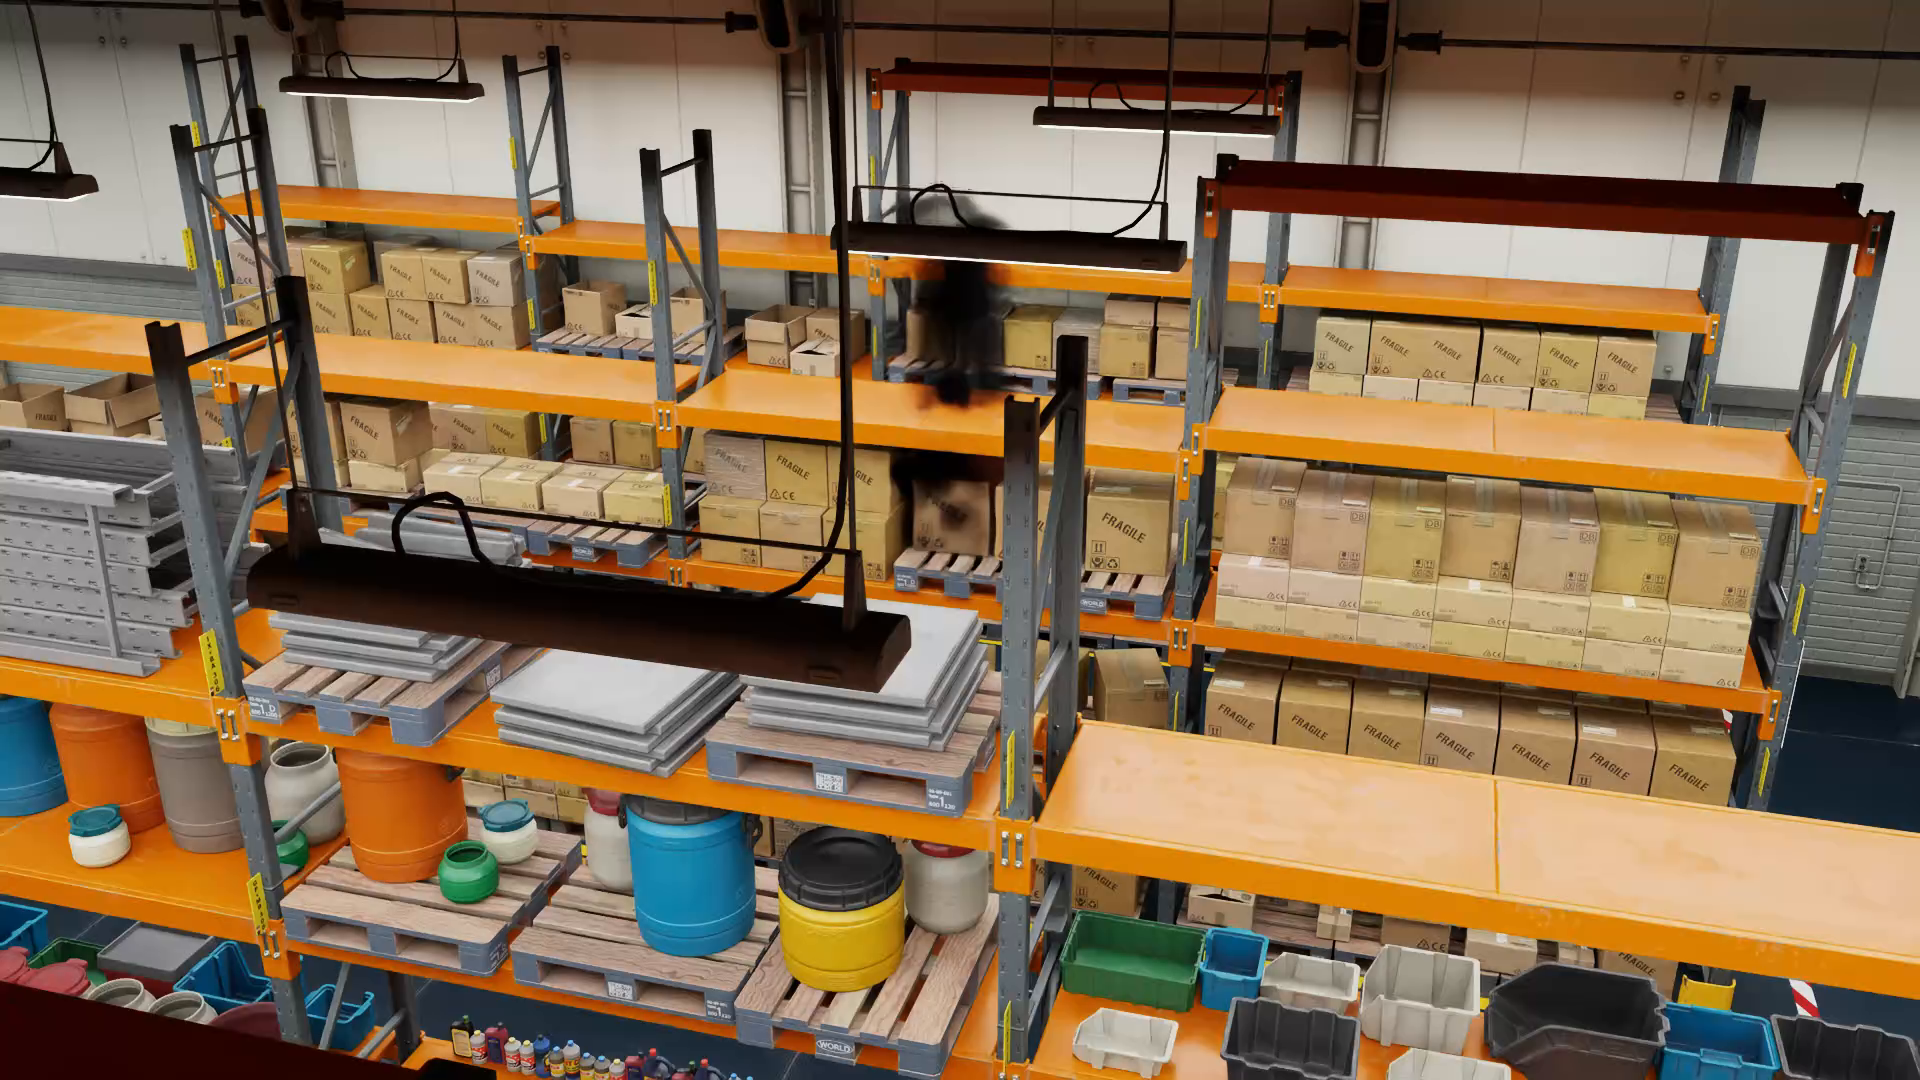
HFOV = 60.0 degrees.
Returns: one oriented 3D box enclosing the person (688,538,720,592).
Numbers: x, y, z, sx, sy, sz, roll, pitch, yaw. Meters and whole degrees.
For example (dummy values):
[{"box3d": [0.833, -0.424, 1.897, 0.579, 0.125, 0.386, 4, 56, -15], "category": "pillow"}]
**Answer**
[{"box3d": [-2.512, 0.710, 16.856, 0.933, 1.662, 0.583, 0, 23, 1], "category": "person"}]
